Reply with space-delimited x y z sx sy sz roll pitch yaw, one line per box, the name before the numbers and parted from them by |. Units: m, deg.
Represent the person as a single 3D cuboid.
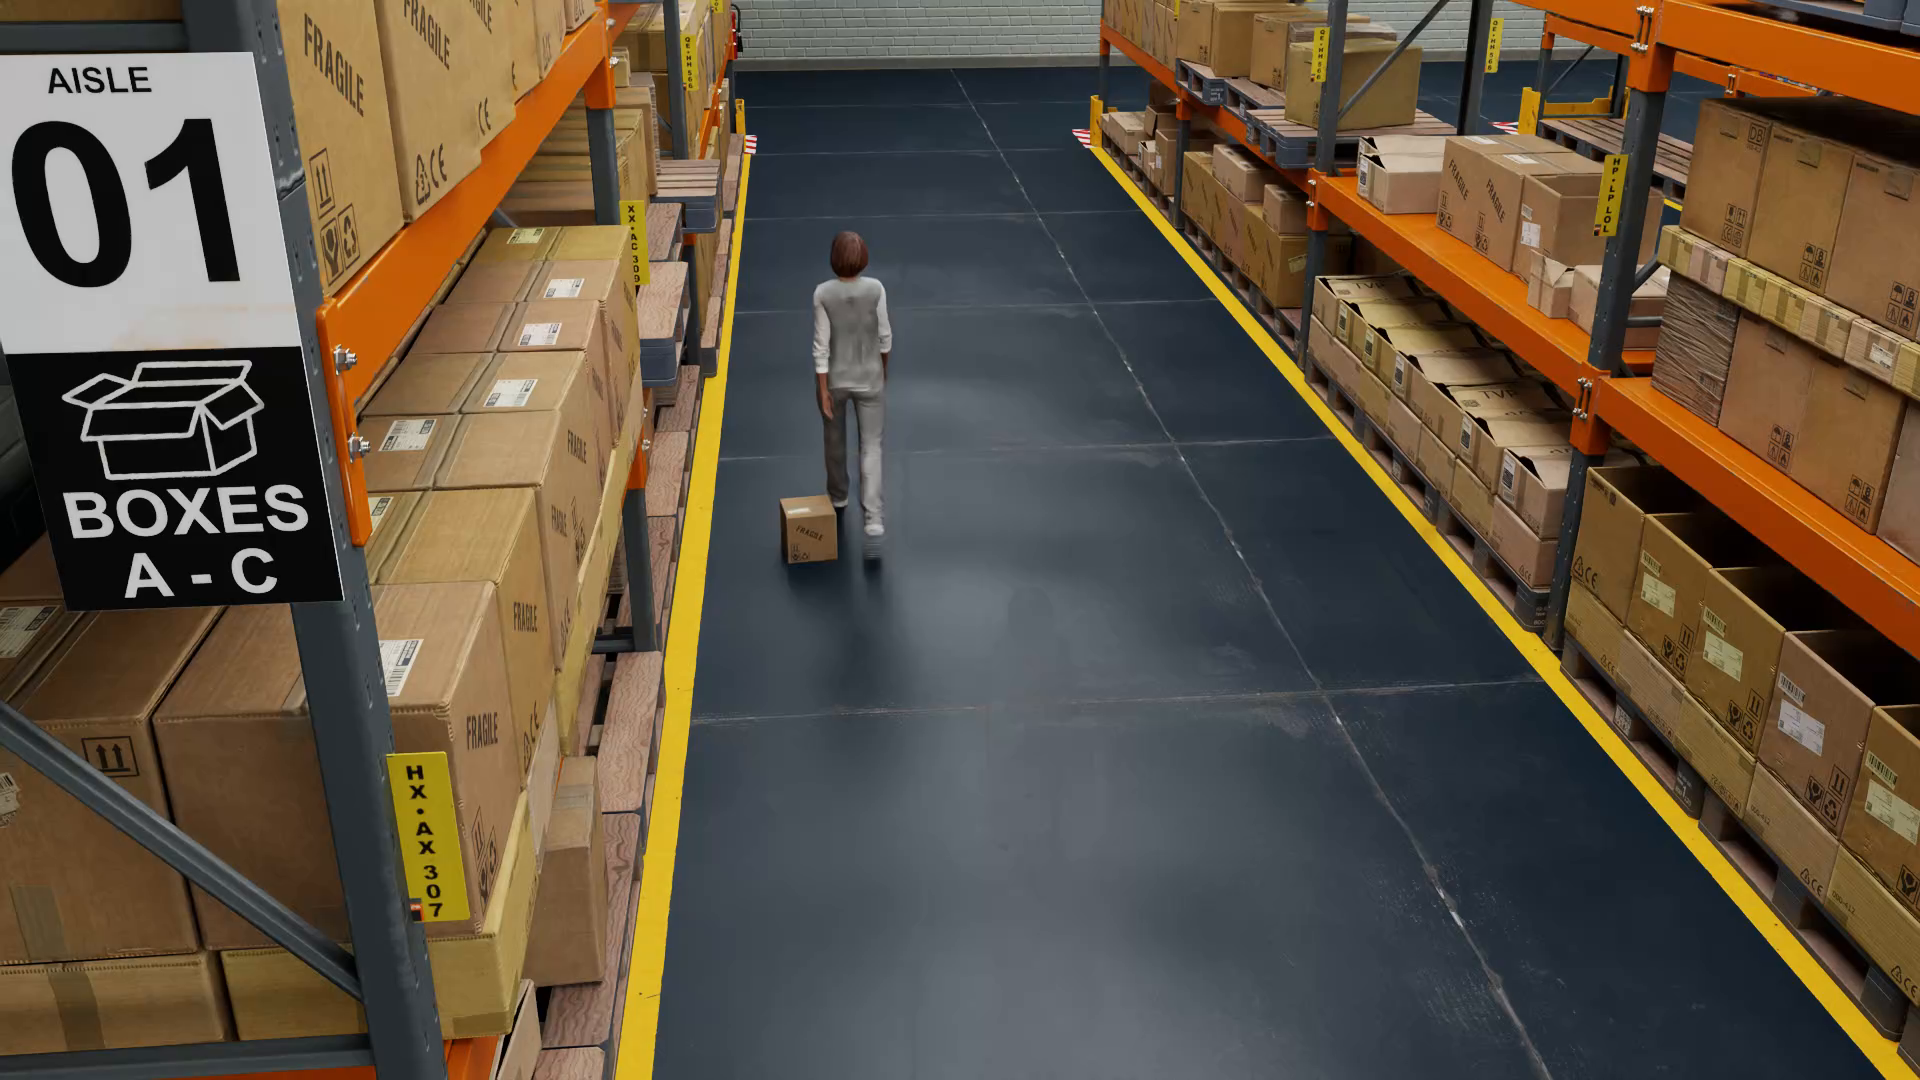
person | -0.539 -0.806 8.403 0.409 1.545 0.922 -3 24 -6
